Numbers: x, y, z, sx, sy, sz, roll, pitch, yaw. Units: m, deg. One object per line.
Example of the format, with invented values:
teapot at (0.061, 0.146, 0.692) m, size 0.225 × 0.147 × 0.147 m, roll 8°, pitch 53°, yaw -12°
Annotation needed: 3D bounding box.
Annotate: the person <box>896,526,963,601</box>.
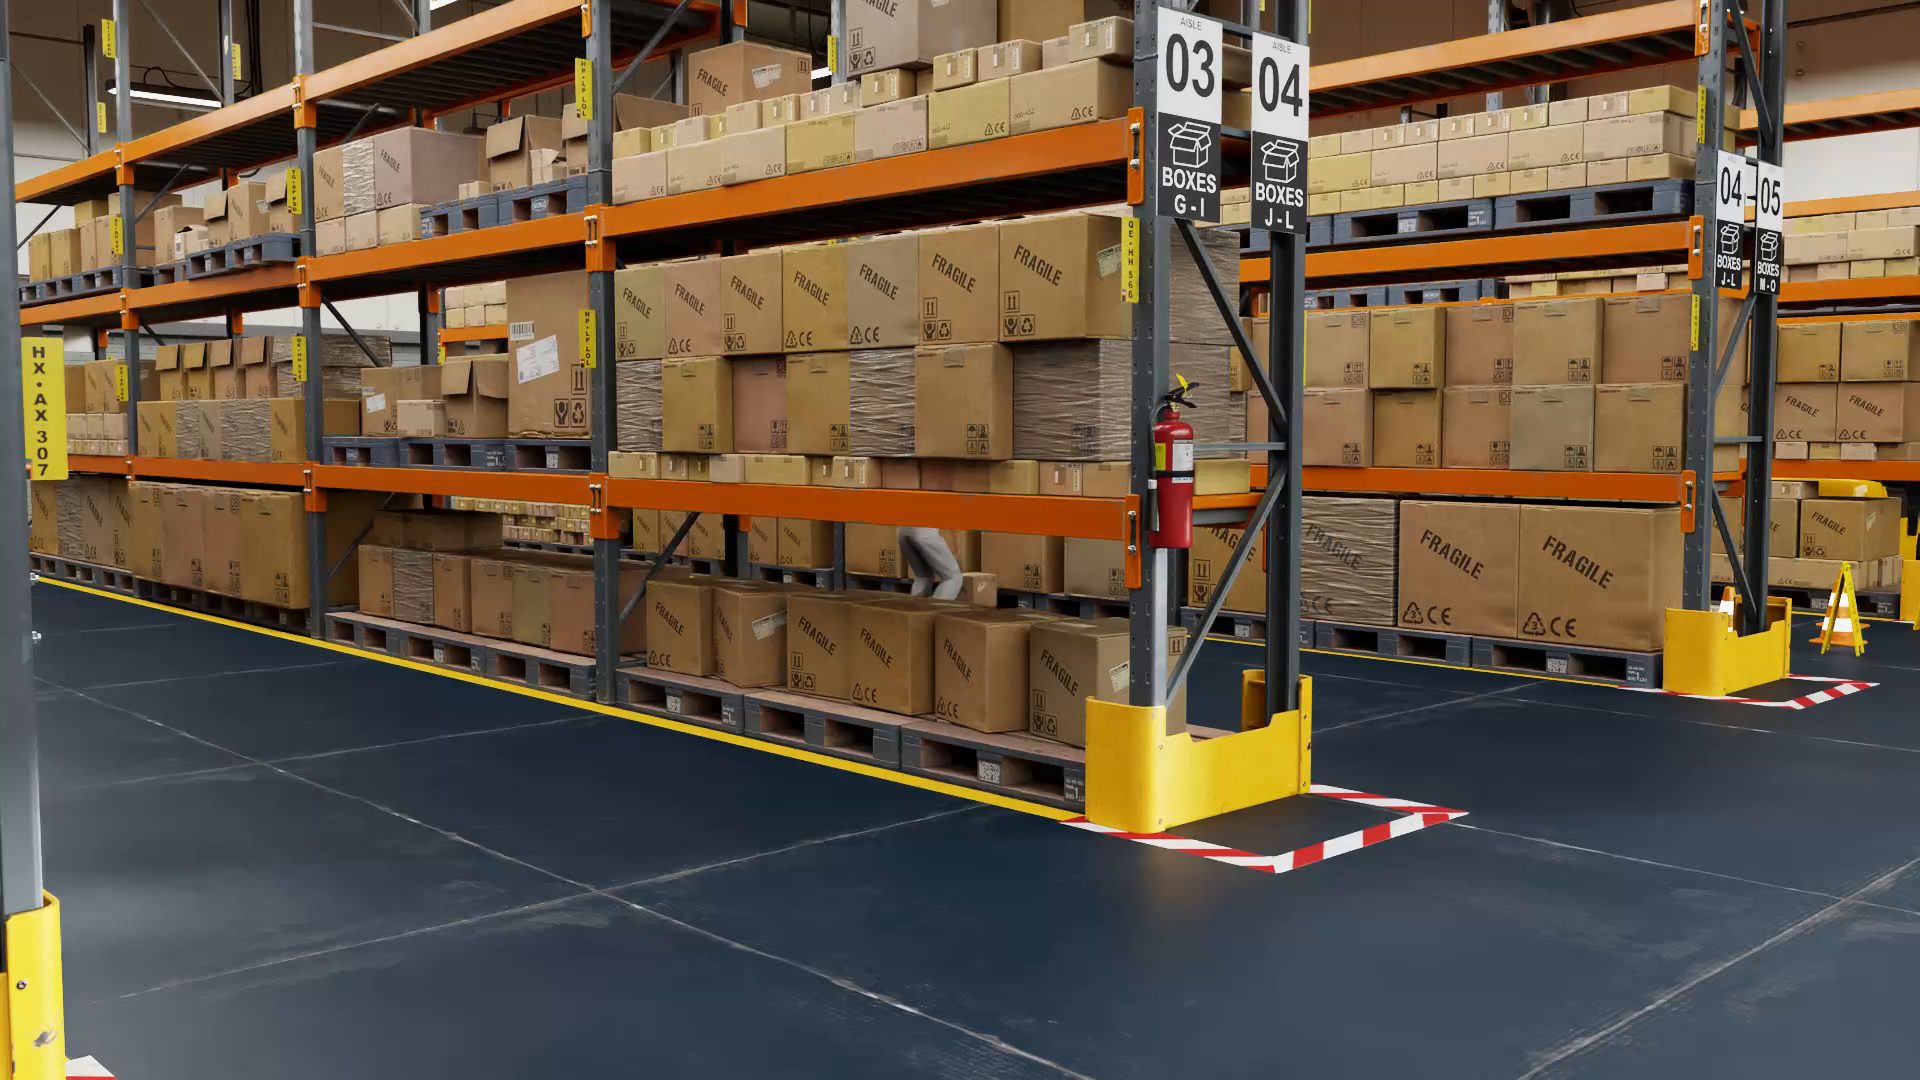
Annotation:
person at (-0.235, -0.018, 12.467) m, size 0.533 × 1.515 × 0.483 m, roll -4°, pitch 5°, yaw -43°
